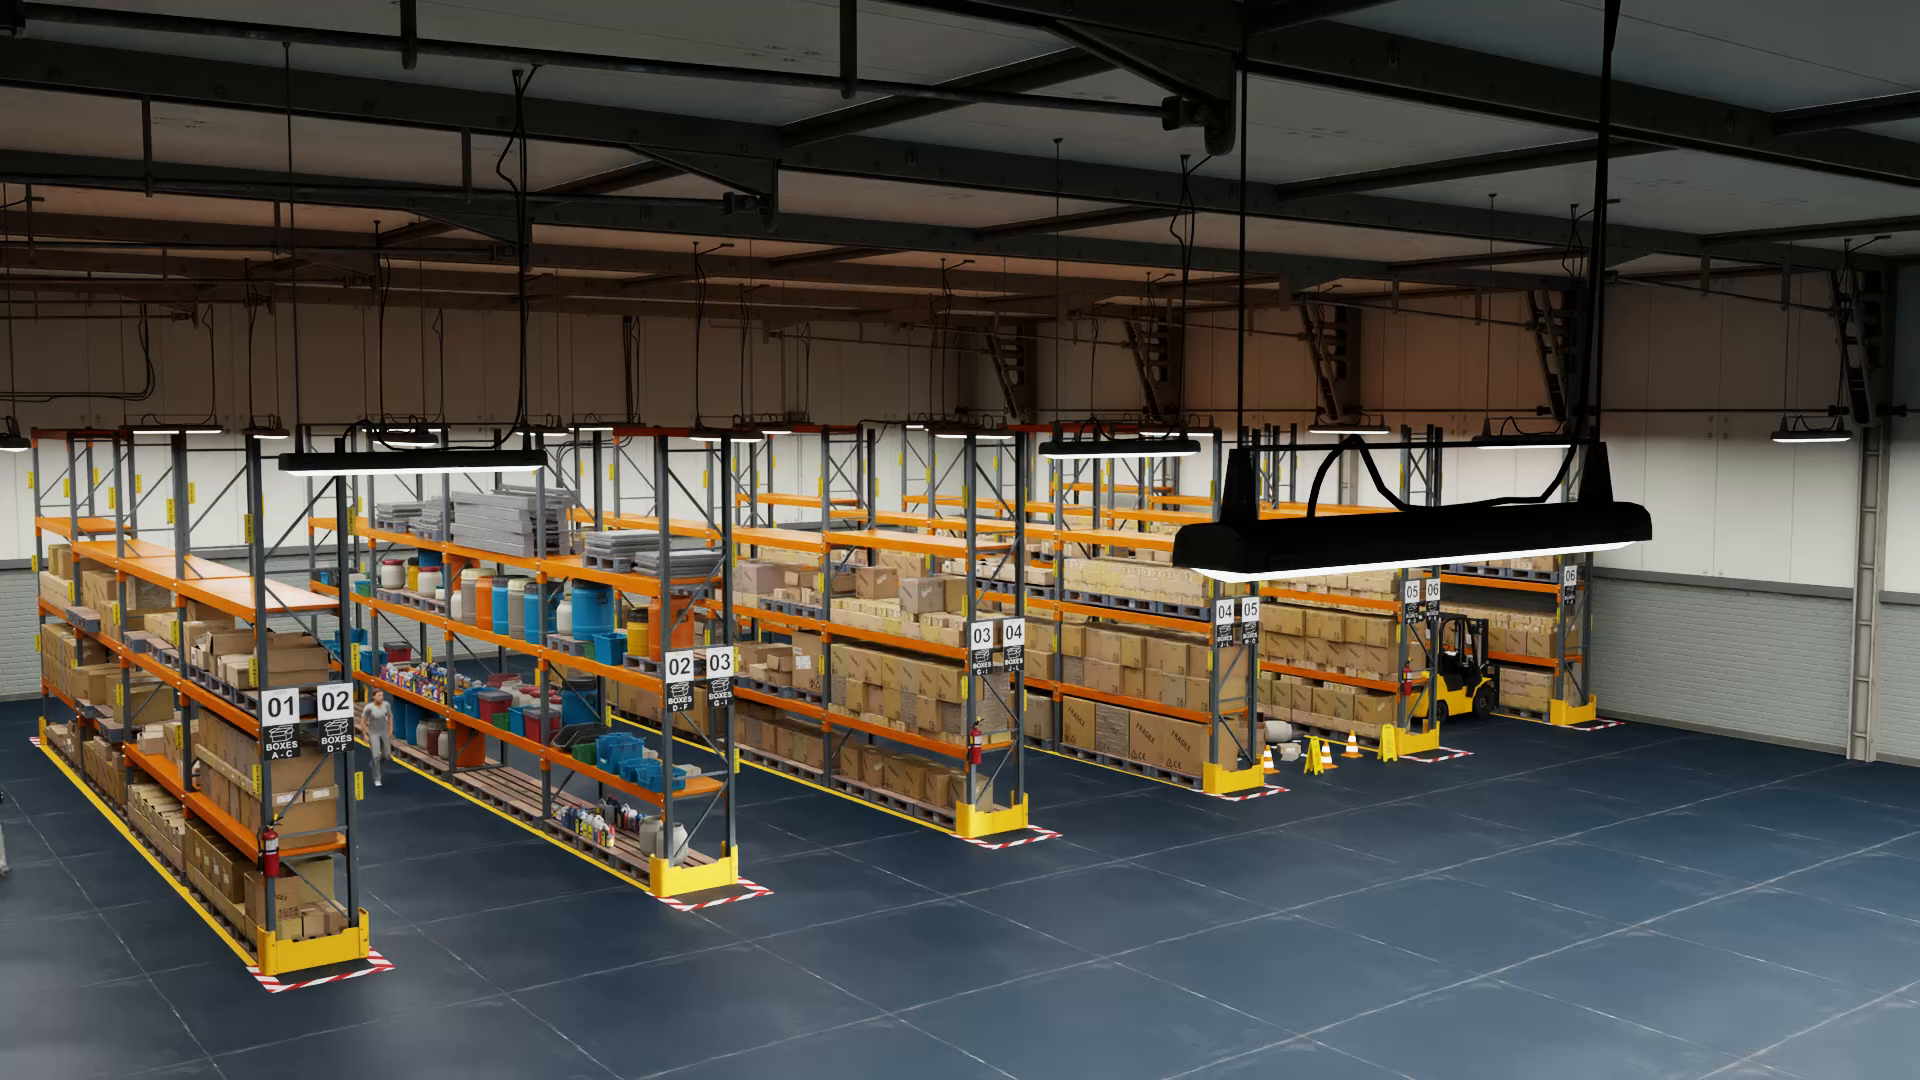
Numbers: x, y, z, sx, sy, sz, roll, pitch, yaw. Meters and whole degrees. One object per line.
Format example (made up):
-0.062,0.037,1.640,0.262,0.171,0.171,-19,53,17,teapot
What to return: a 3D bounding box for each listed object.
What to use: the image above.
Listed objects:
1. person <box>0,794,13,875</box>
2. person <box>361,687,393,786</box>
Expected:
-13.285,3.754,22.639,1.089,1.577,0.457,3,5,35,person
-9.906,3.303,28.196,0.522,1.655,0.638,-4,6,-43,person
